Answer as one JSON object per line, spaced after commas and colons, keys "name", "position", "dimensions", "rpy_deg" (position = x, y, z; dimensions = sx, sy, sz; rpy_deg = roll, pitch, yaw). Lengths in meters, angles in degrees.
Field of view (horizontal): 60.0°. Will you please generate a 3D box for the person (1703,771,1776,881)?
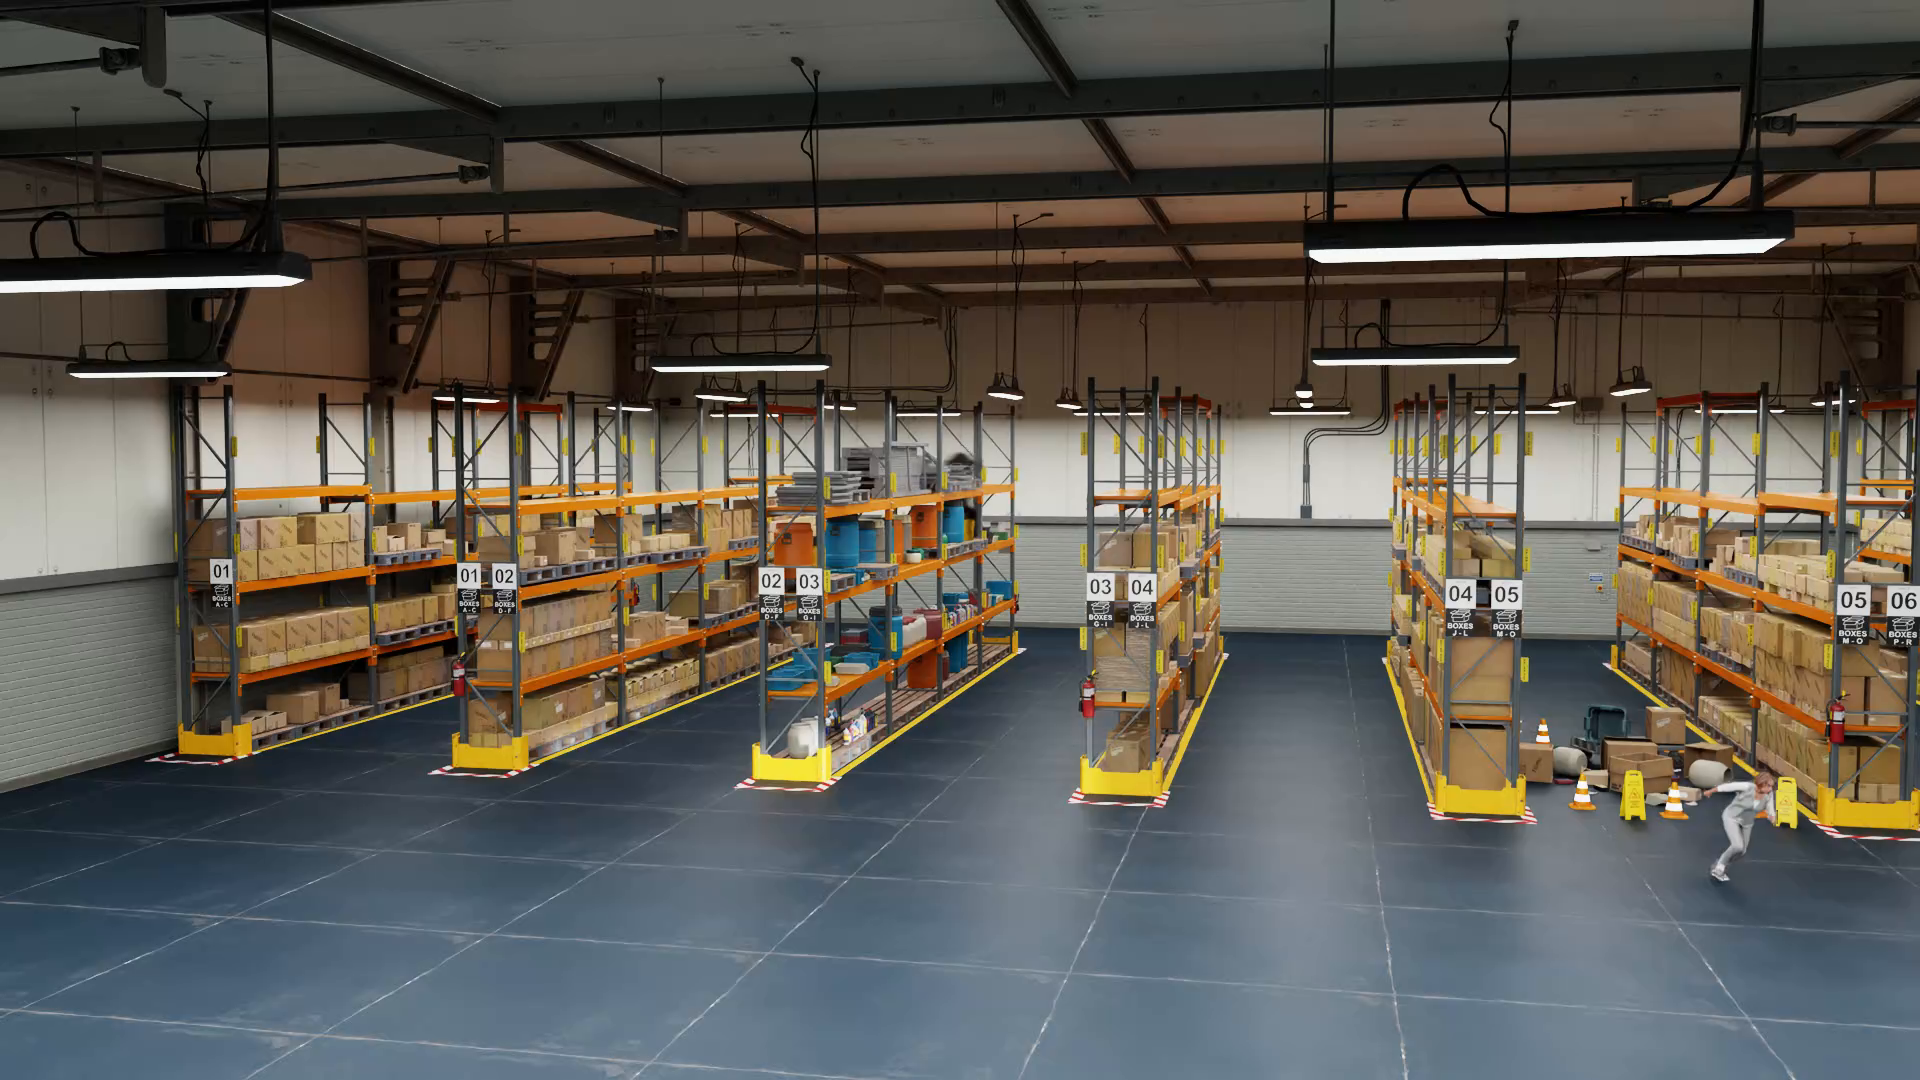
{"name": "person", "position": [8.904, 3.264, 18.867], "dimensions": [0.534, 1.347, 0.915], "rpy_deg": [0, 3, -8]}
